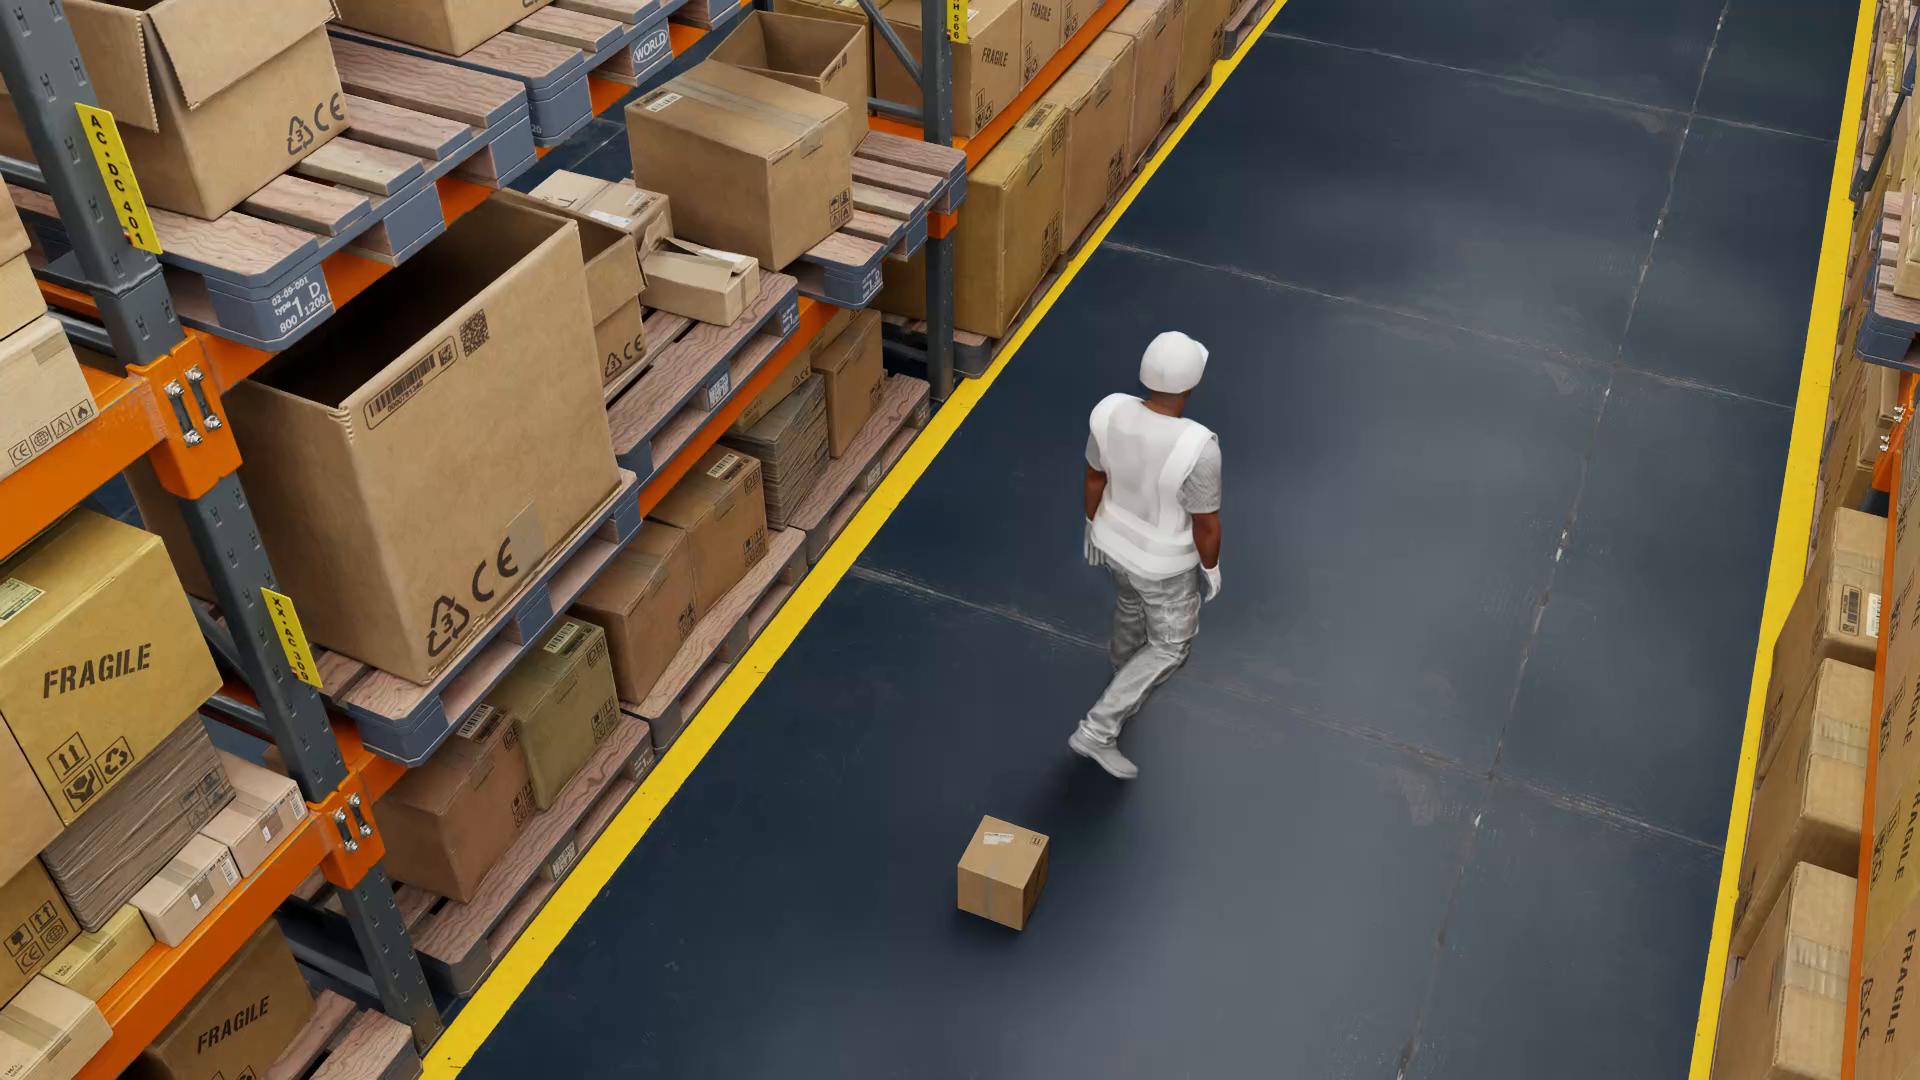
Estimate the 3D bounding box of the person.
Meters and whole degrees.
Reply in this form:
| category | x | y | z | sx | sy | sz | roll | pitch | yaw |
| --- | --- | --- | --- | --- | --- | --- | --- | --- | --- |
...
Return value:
| category | x | y | z | sx | sy | sz | roll | pitch | yaw |
| --- | --- | --- | --- | --- | --- | --- | --- | --- | --- |
| person | 0.648 | 0.061 | 6.055 | 0.823 | 1.778 | 0.584 | -32 | 51 | -31 |
